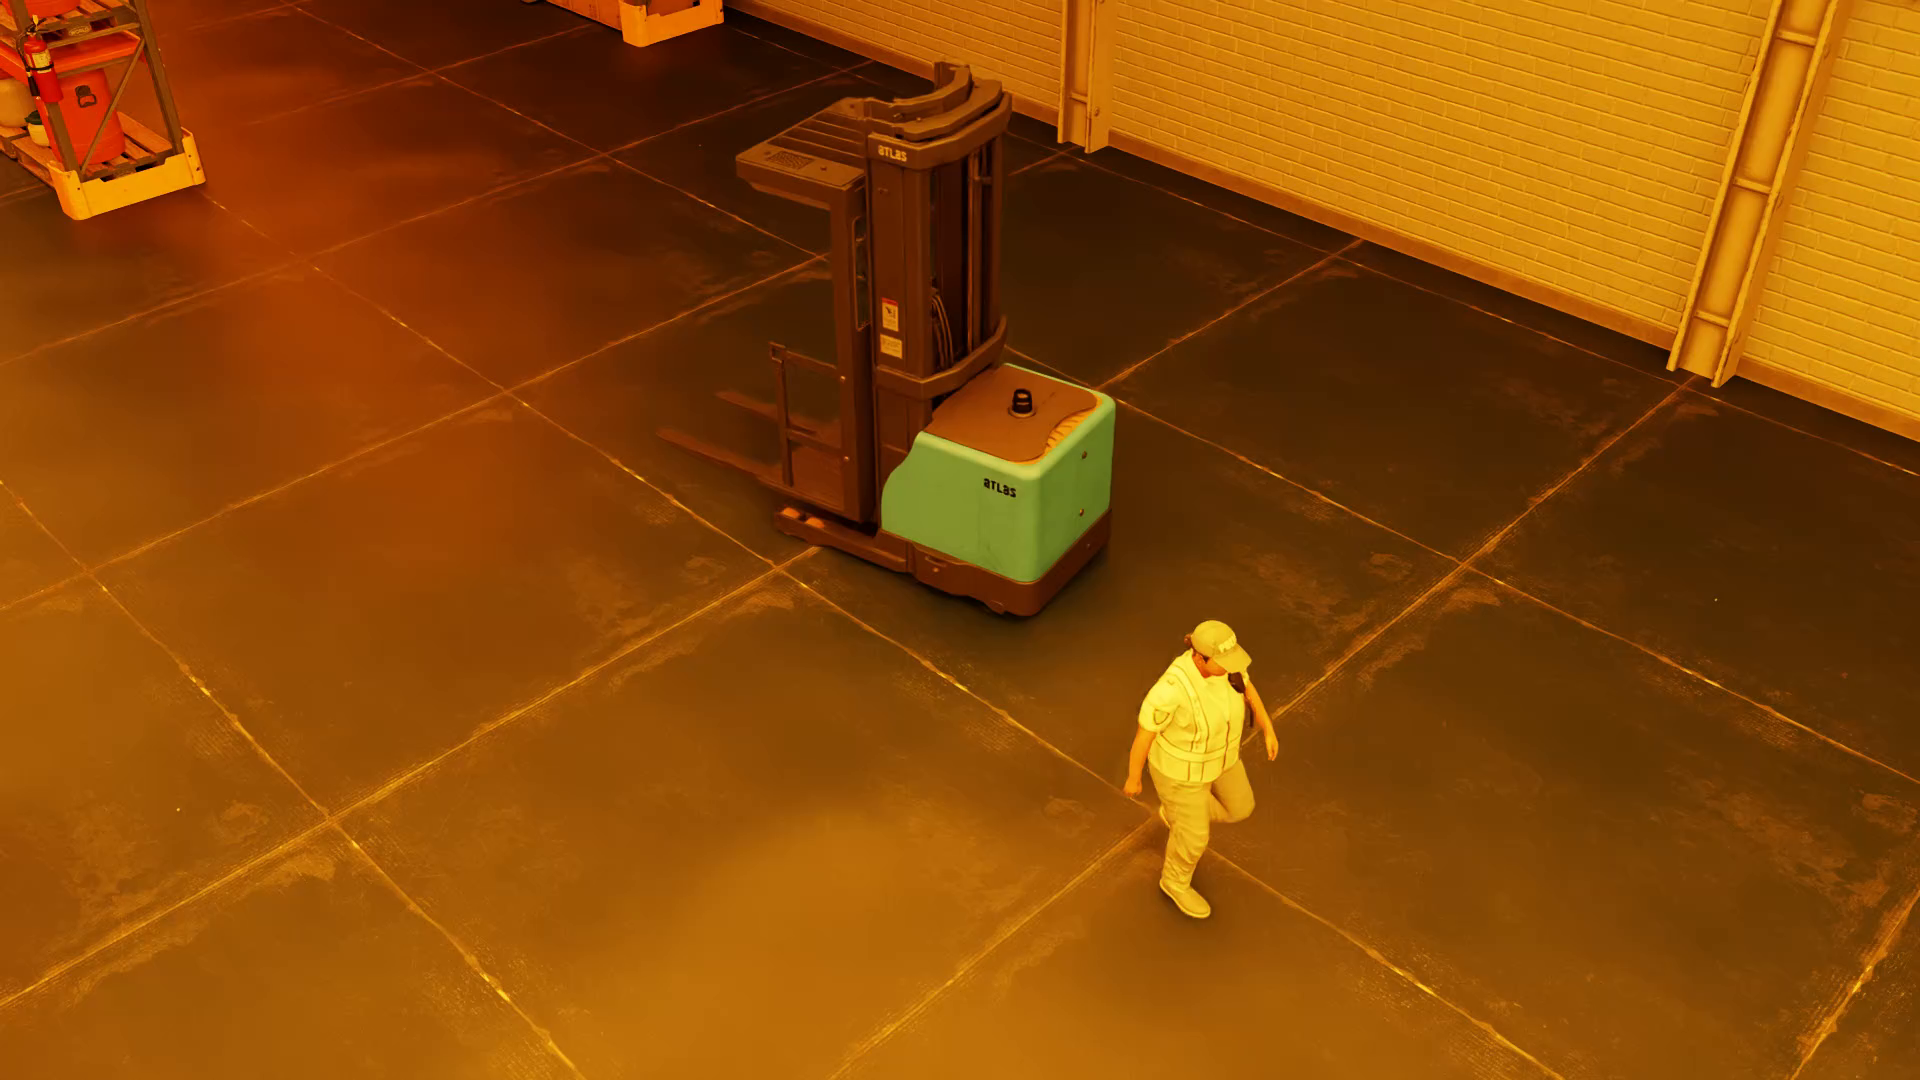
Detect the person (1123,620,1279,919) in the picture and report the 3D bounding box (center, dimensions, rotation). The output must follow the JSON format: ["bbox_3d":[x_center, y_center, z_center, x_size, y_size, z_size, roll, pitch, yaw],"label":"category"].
[{"bbox_3d":[1.087,1.010,7.730,0.689,1.646,0.508,-30,46,-34],"label":"person"}]

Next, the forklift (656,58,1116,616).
[{"bbox_3d":[-0.580,-1.396,9.927,3.031,2.935,1.130,21,41,26],"label":"forklift"}]
